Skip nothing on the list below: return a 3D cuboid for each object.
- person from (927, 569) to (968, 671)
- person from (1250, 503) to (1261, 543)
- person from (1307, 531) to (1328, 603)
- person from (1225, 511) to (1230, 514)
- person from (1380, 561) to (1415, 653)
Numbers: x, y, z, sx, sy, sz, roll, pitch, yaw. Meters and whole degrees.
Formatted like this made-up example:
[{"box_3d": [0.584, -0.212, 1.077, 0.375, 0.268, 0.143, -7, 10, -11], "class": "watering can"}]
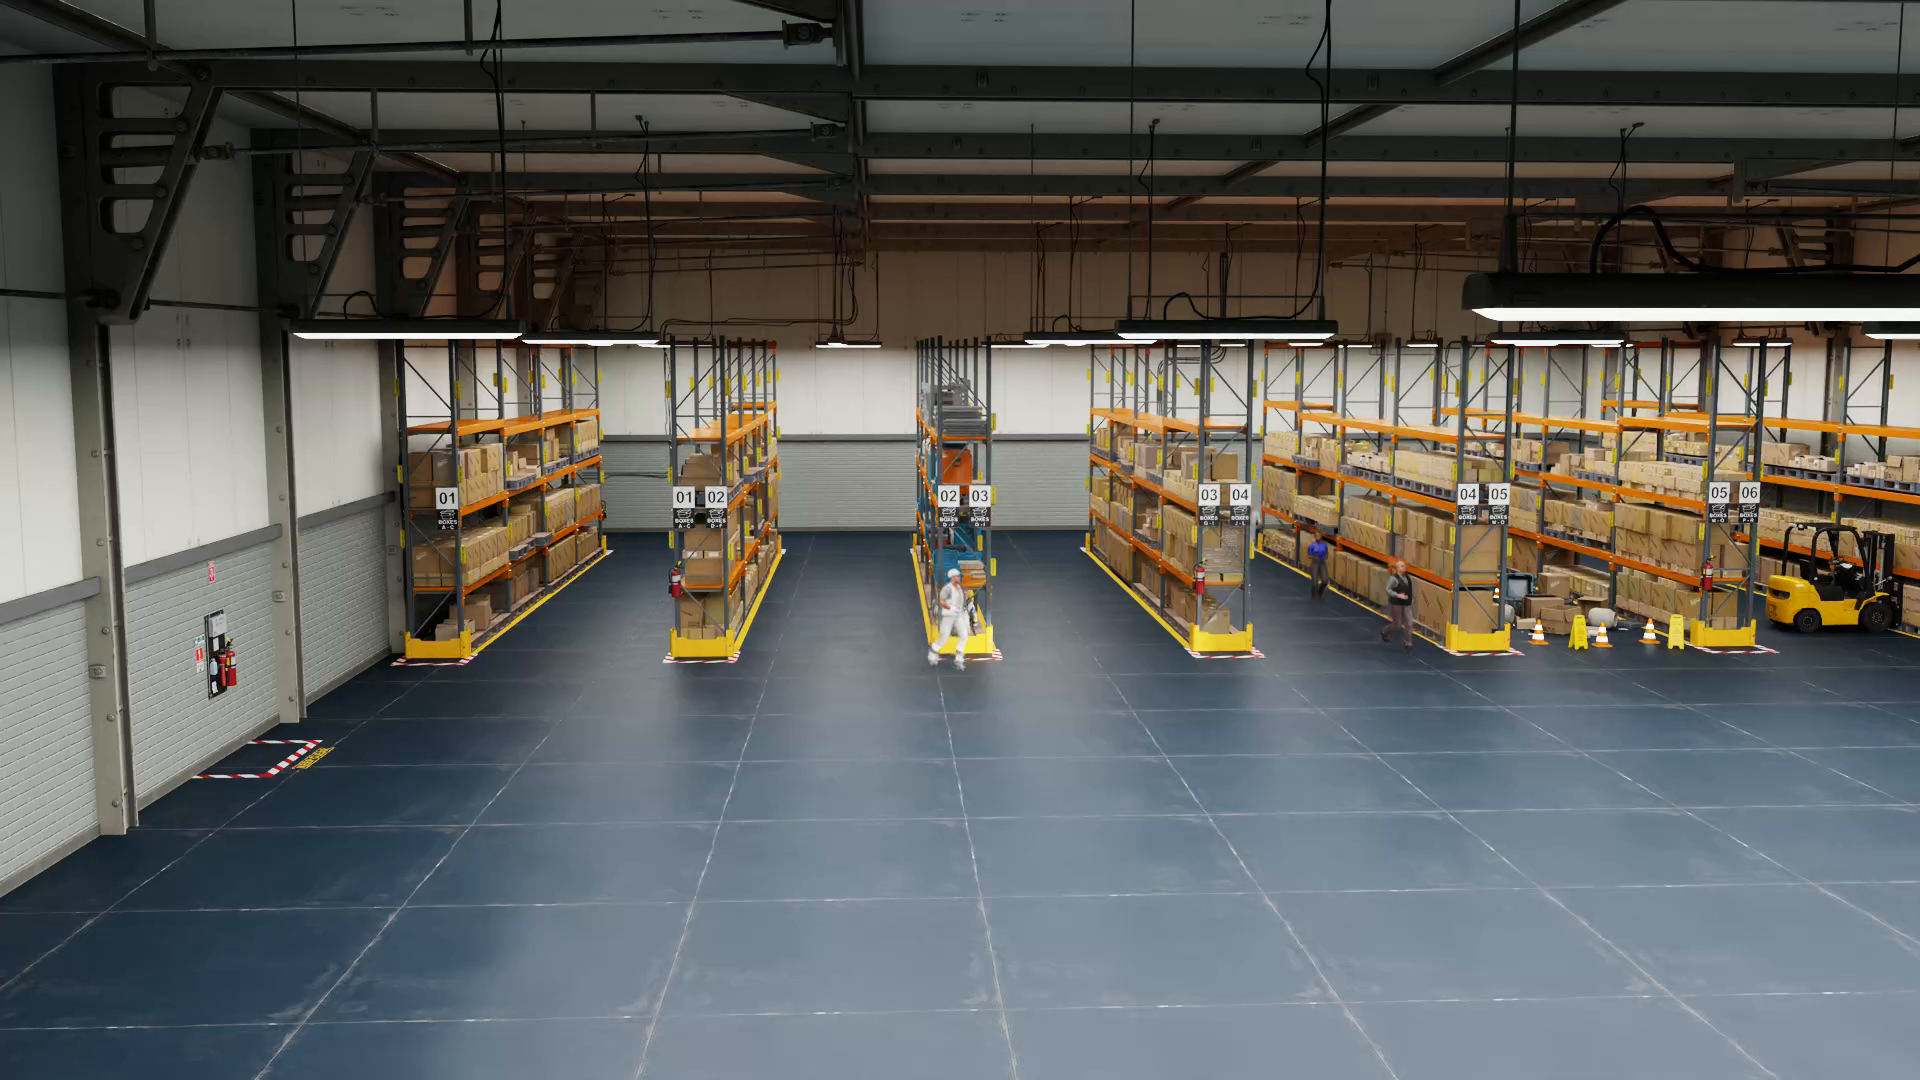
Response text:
[{"box_3d": [-0.139, 1.427, 30.172, 0.779, 1.808, 0.725, 5, 8, 38], "class": "person"}, {"box_3d": [7.636, -0.146, 44.166, 0.691, 1.705, 0.894, -1, 7, -12], "class": "person"}, {"box_3d": [8.154, 0.630, 37.736, 0.560, 1.641, 0.605, -1, 7, -5], "class": "person"}, {"box_3d": [7.383, -0.460, 47.267, 0.679, 1.706, 0.683, 3, 7, 26], "class": "person"}, {"box_3d": [8.426, 1.271, 31.890, 0.690, 1.743, 0.871, -4, 7, -30], "class": "person"}]
